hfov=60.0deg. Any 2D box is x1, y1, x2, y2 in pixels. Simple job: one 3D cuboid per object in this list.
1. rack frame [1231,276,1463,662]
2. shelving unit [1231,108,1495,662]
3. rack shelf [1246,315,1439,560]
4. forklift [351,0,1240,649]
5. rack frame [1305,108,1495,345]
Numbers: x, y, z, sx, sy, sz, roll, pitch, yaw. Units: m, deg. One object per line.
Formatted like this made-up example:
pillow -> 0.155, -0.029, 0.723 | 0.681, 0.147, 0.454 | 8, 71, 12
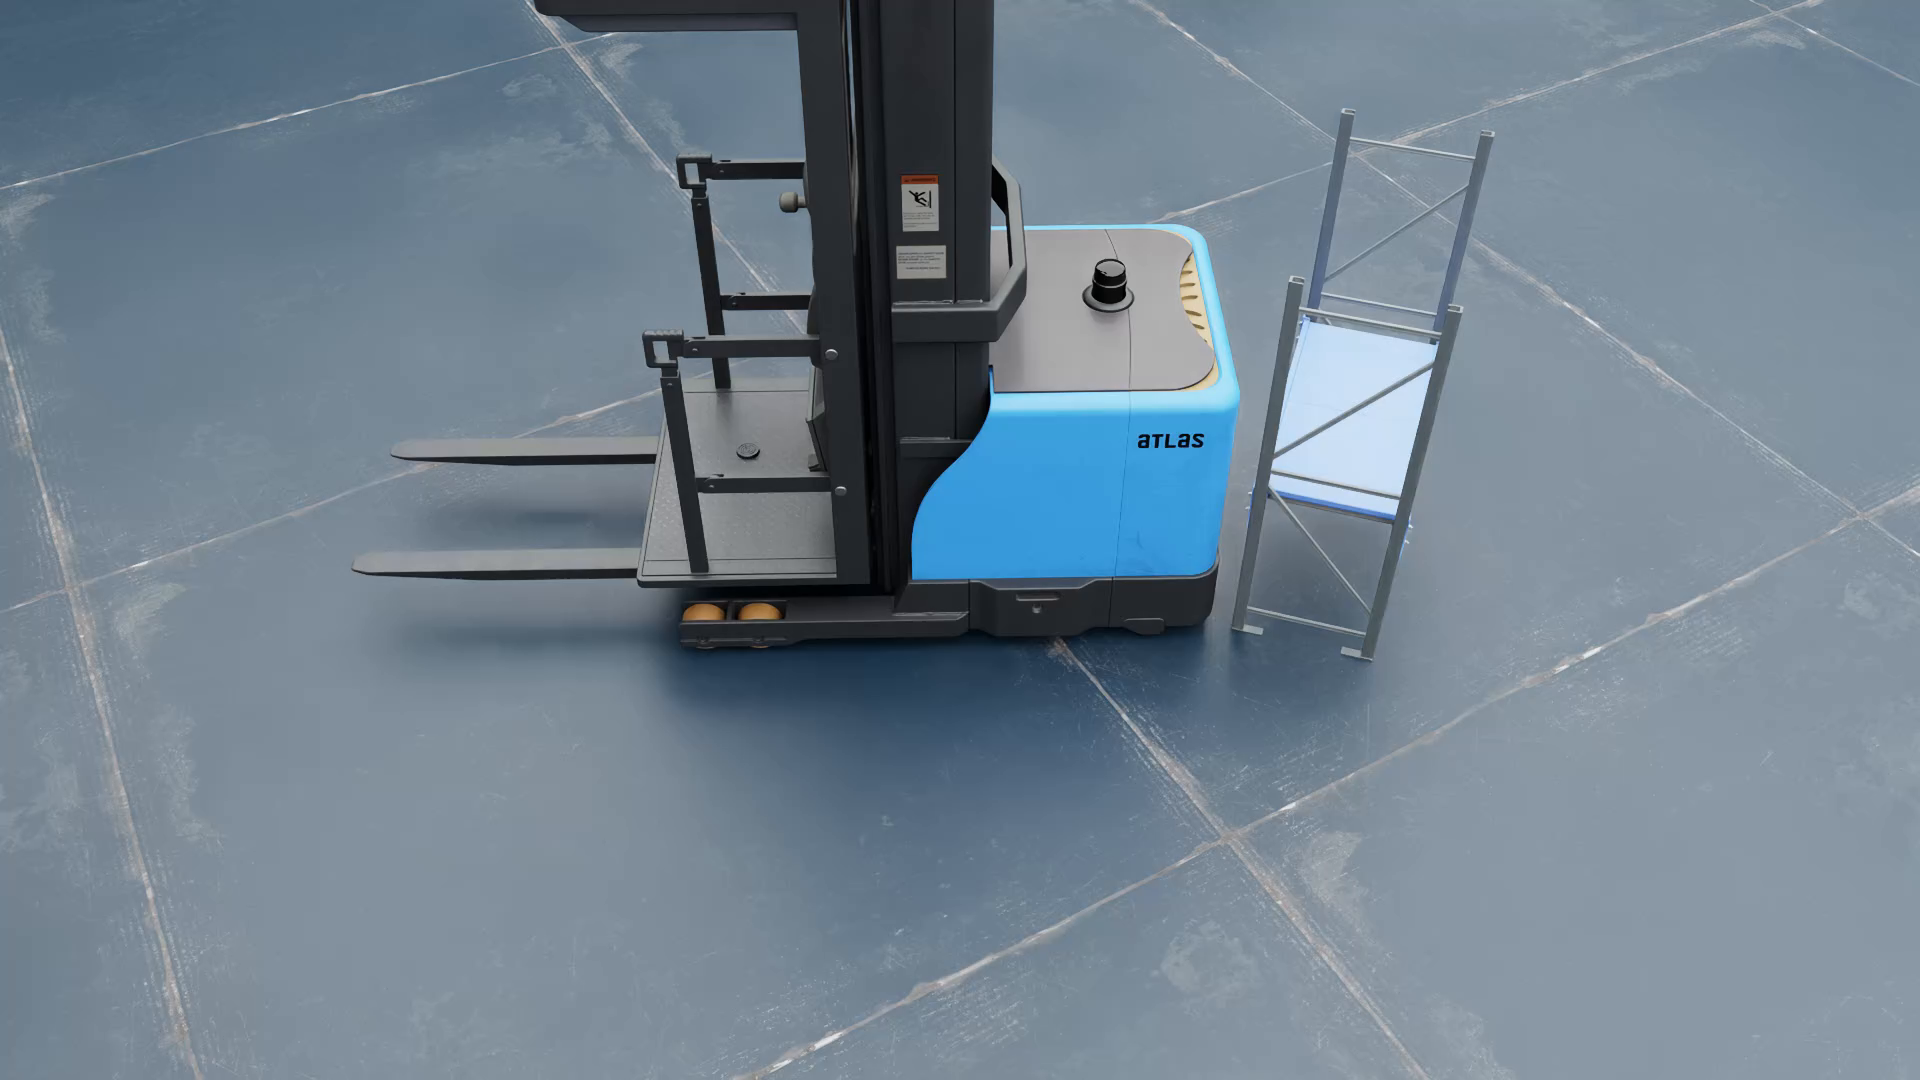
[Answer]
rack frame -> 1.207, -0.177, 5.355 | 0.500, 1.500, 0.032 | 13, 46, 13
shelving unit -> 1.364, -0.514, 5.702 | 0.538, 1.500, 1.048 | 13, 46, 13
rack shelf -> 1.364, -0.385, 5.828 | 0.538, 0.185, 1.000 | 13, 46, 13
forklift -> -0.627, -1.043, 5.220 | 3.031, 2.935, 1.130 | -1, 44, -1
rack frame -> 1.521, -0.850, 6.049 | 0.500, 1.500, 0.032 | 13, 46, 13
